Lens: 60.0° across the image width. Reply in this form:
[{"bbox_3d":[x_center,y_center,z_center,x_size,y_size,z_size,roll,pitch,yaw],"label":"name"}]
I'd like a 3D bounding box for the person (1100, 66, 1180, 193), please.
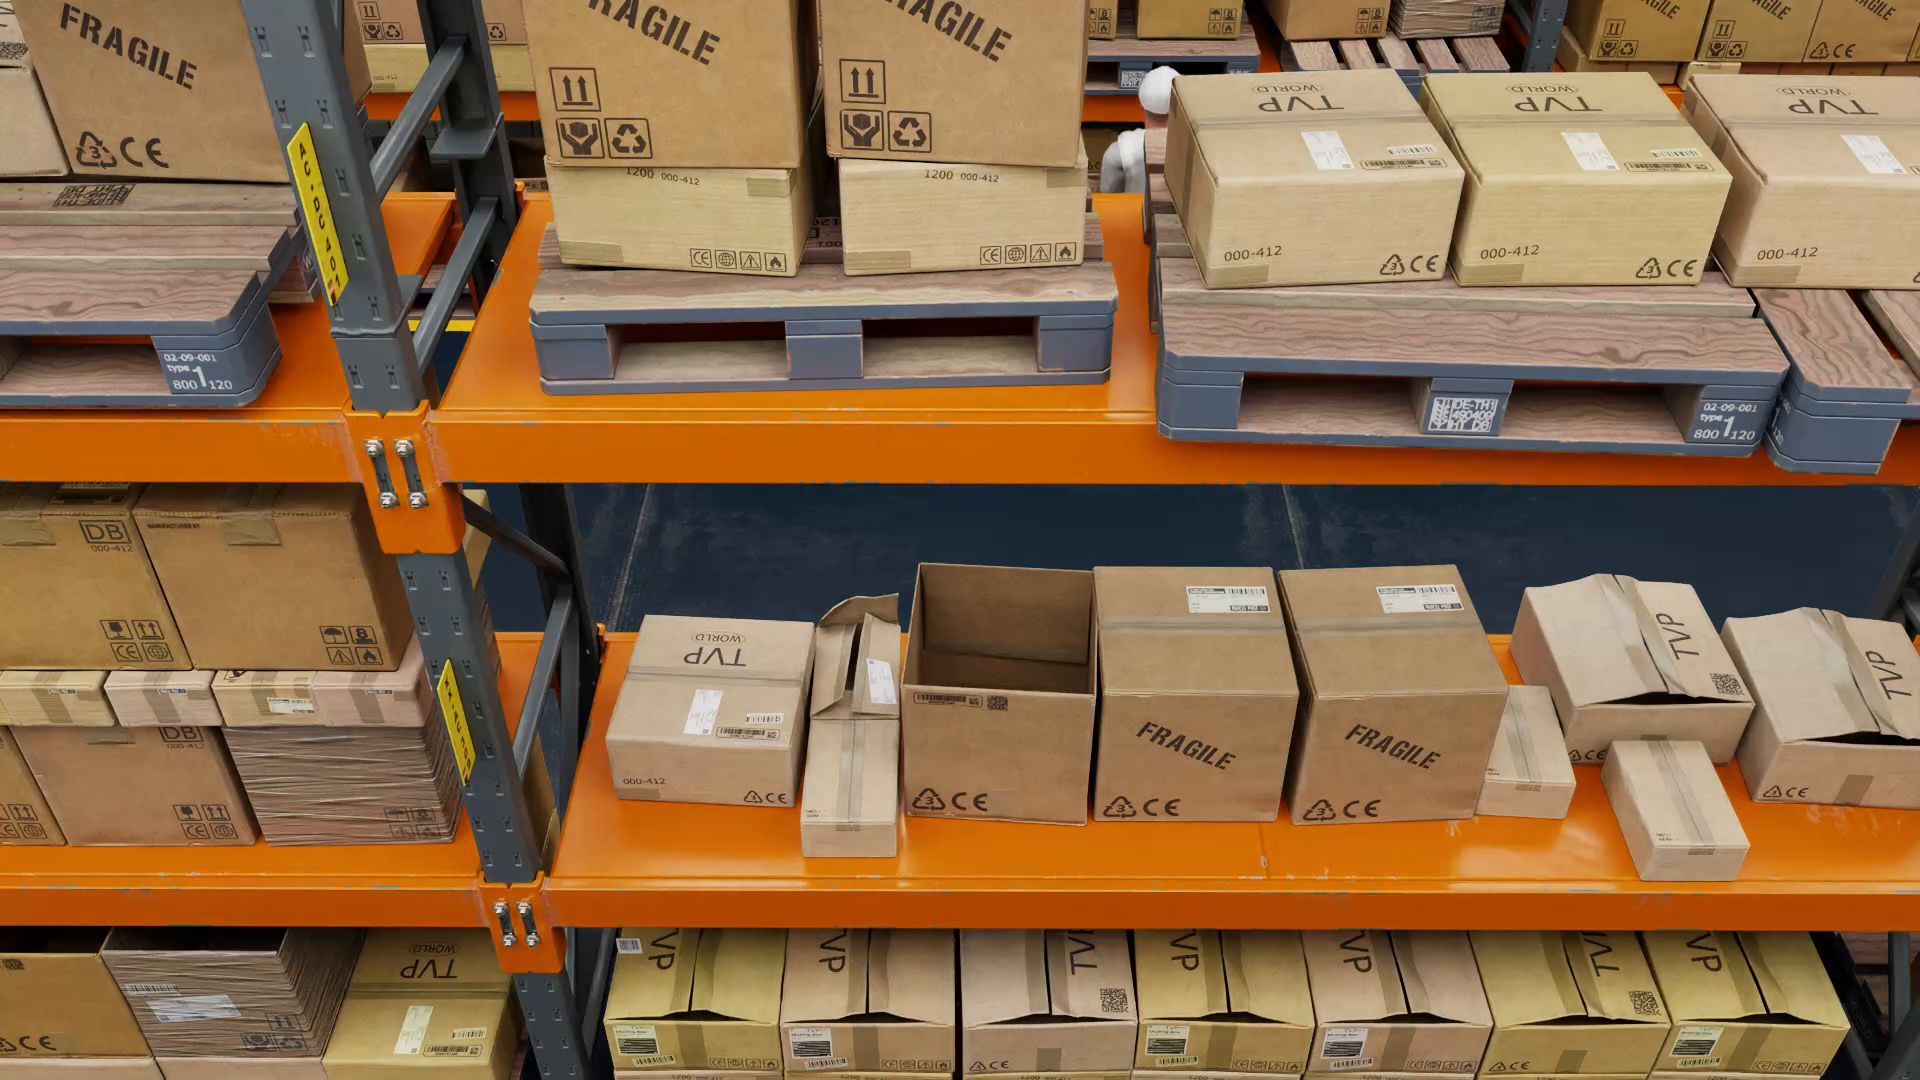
[{"bbox_3d":[0.889,-1.391,7.836,0.538,1.794,0.380,-2,39,-2],"label":"person"}]
